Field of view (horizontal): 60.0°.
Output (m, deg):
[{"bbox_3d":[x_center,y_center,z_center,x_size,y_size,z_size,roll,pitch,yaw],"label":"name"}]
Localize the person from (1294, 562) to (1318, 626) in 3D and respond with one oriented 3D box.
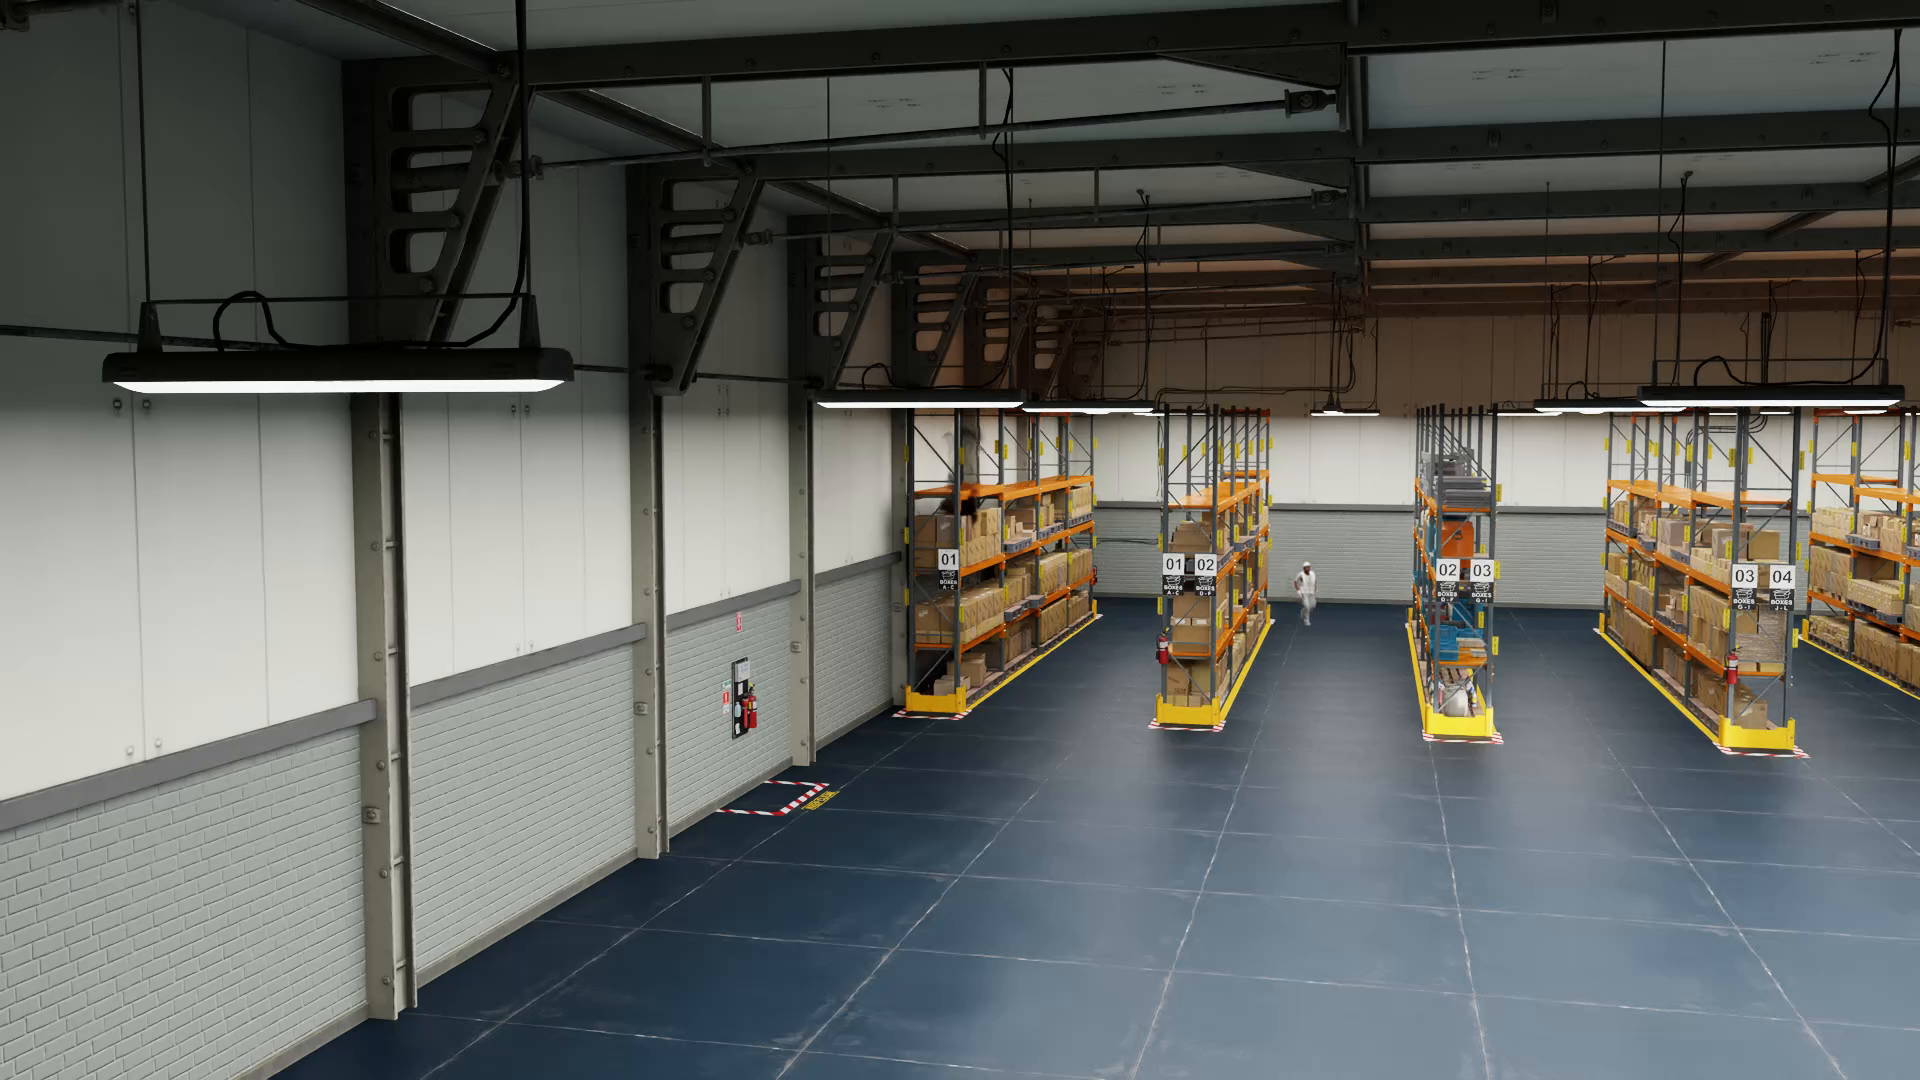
[{"bbox_3d":[9.647,1.491,46.327,0.716,1.748,0.578,-2,4,-21],"label":"person"}]
